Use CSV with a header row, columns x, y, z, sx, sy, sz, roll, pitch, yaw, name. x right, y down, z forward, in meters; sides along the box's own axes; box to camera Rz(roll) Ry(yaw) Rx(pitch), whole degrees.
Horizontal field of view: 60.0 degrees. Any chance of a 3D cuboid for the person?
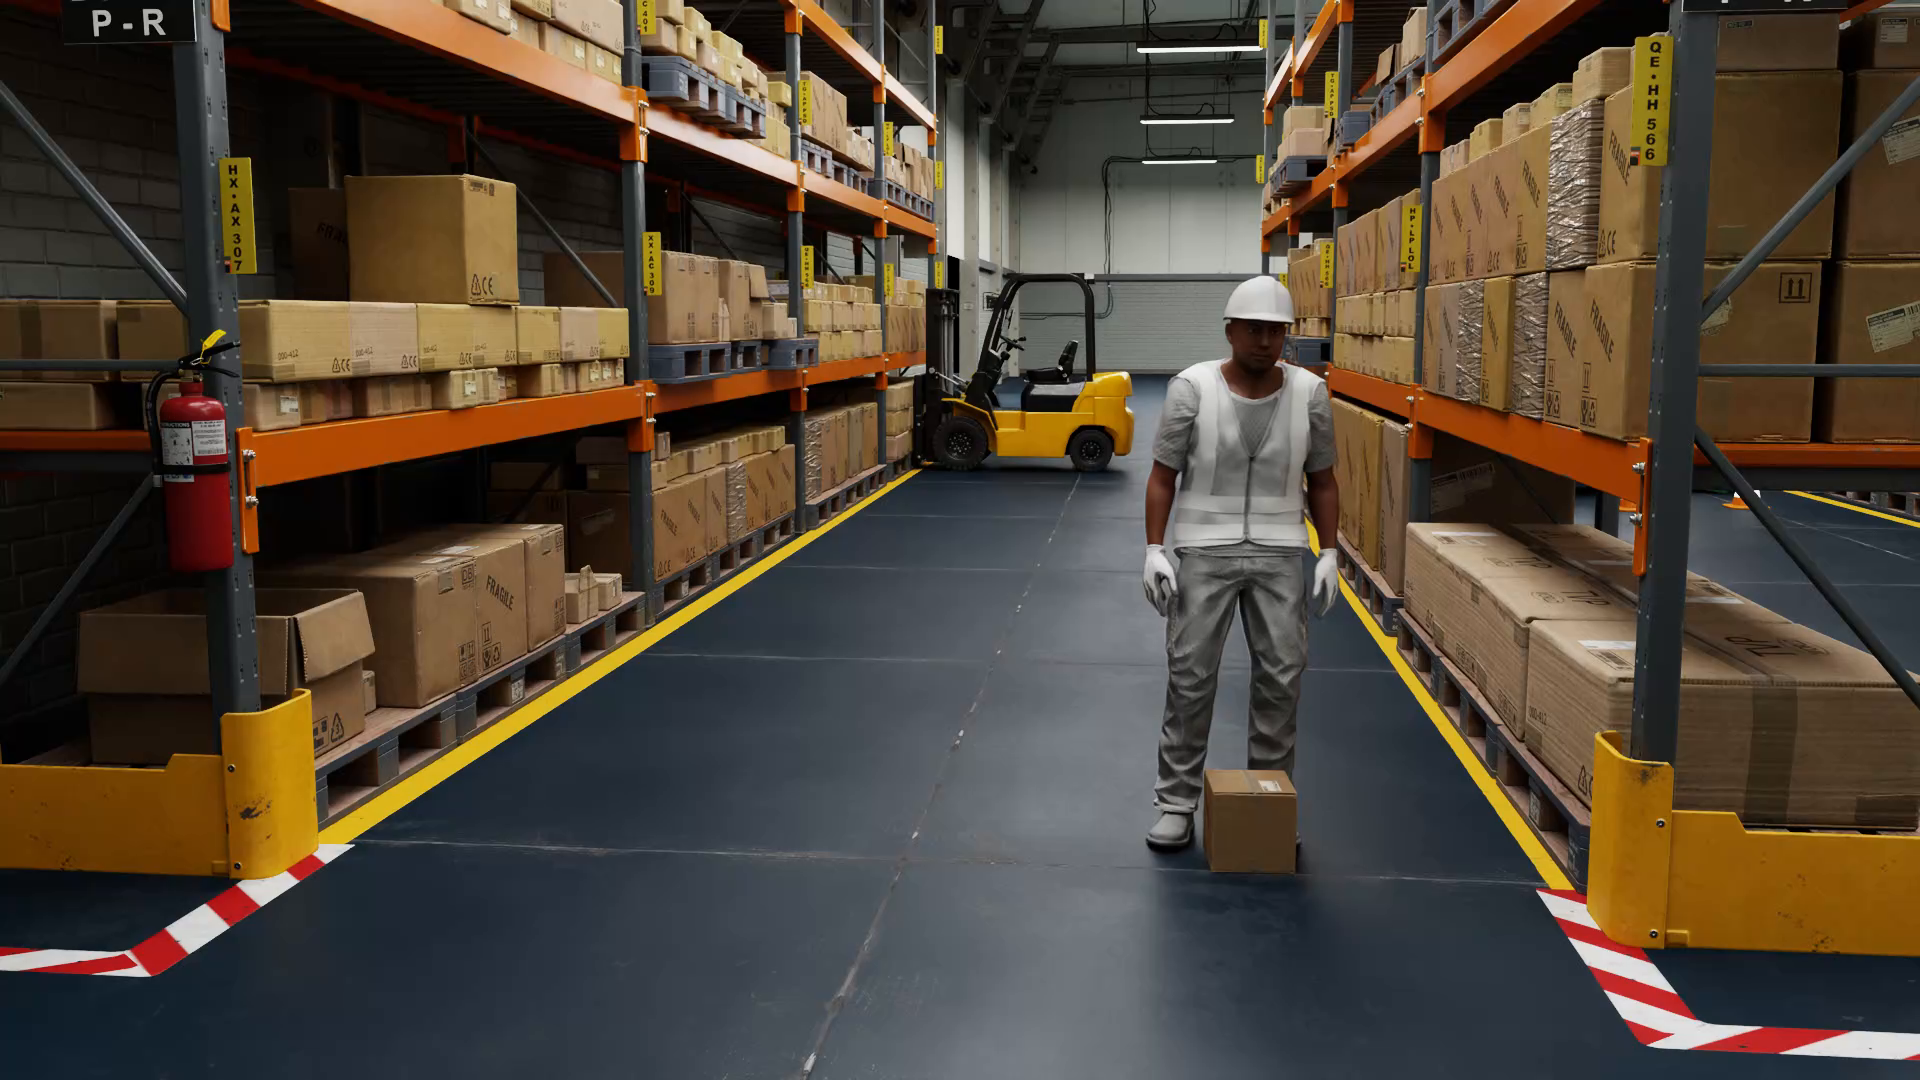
x,y,z,sx,sy,sz,roll,pitch,yaw,name
0.881,0.073,5.202,0.619,1.772,0.450,0,7,1,person
